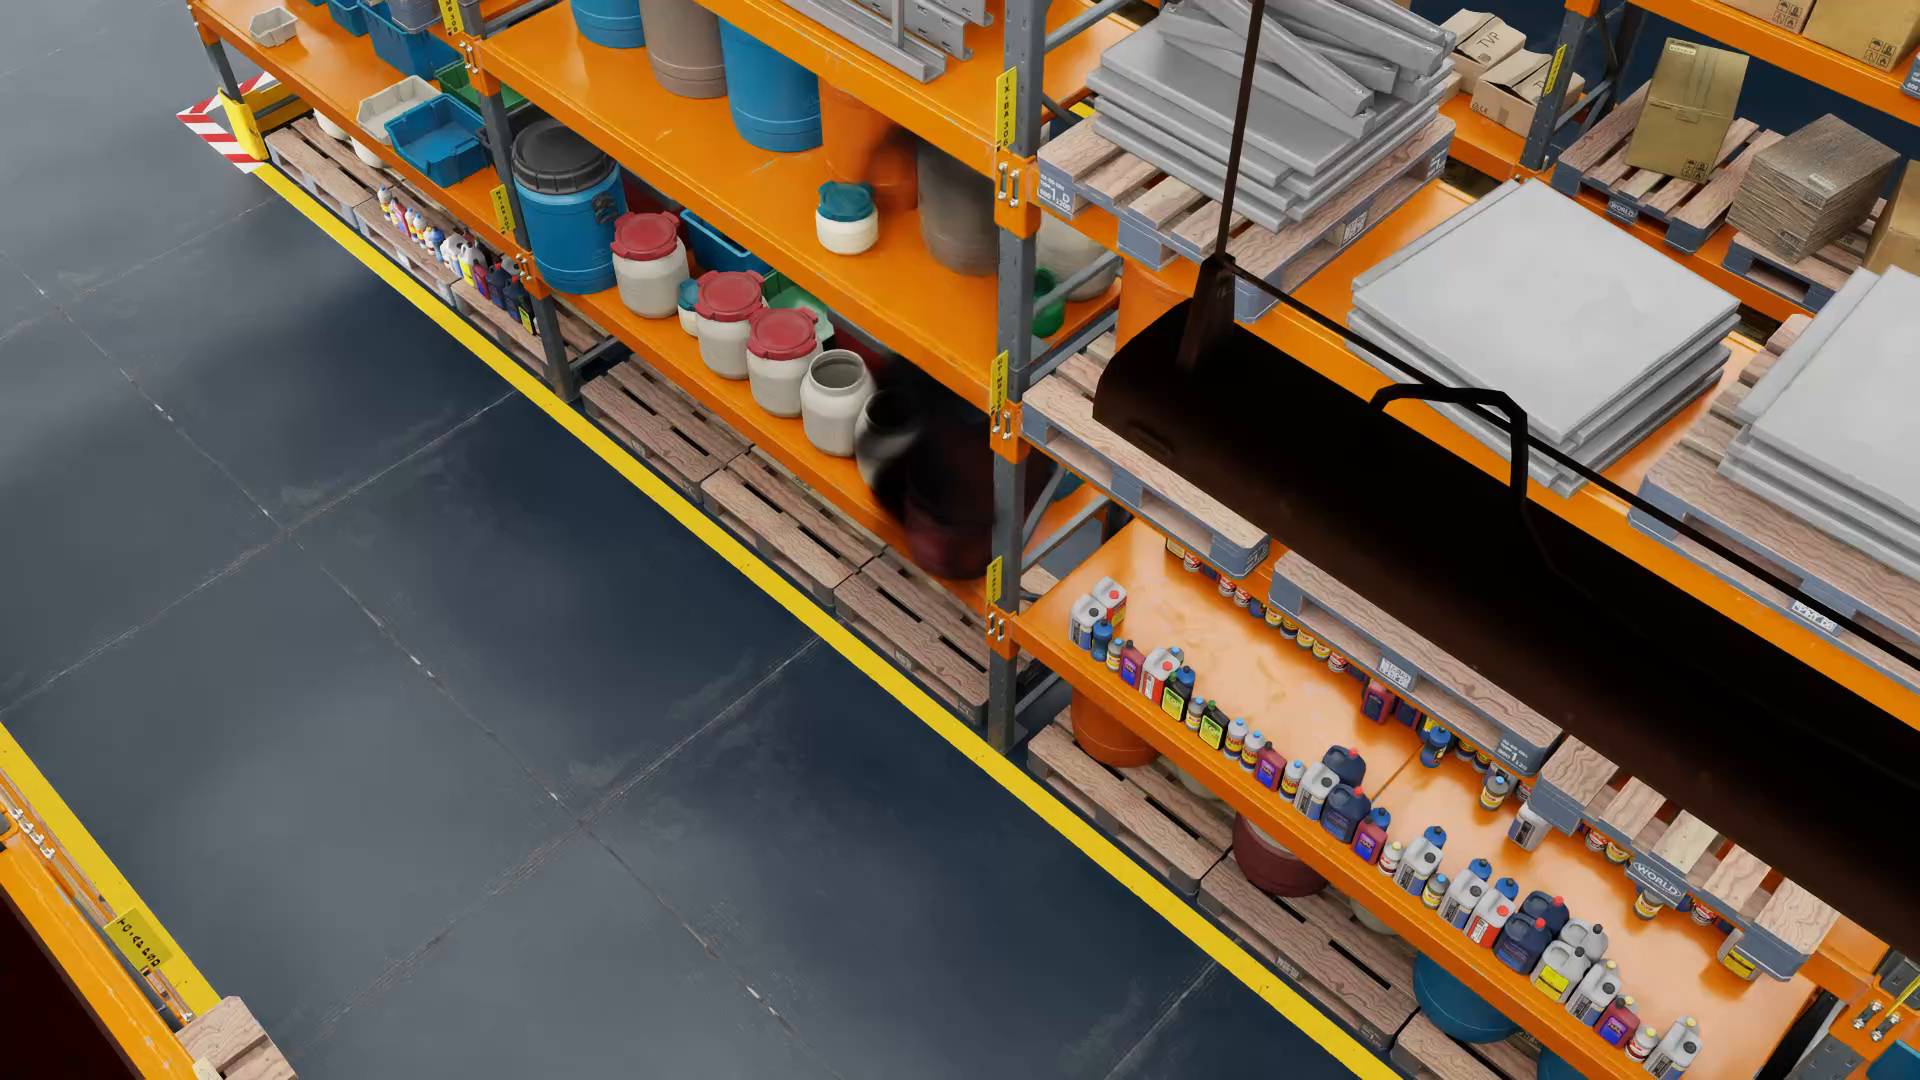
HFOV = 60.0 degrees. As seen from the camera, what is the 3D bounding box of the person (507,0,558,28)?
[{"bbox_3d":[-3.306,-4.225,12.888,0.732,1.585,0.494,24,54,19],"label":"person"}]
